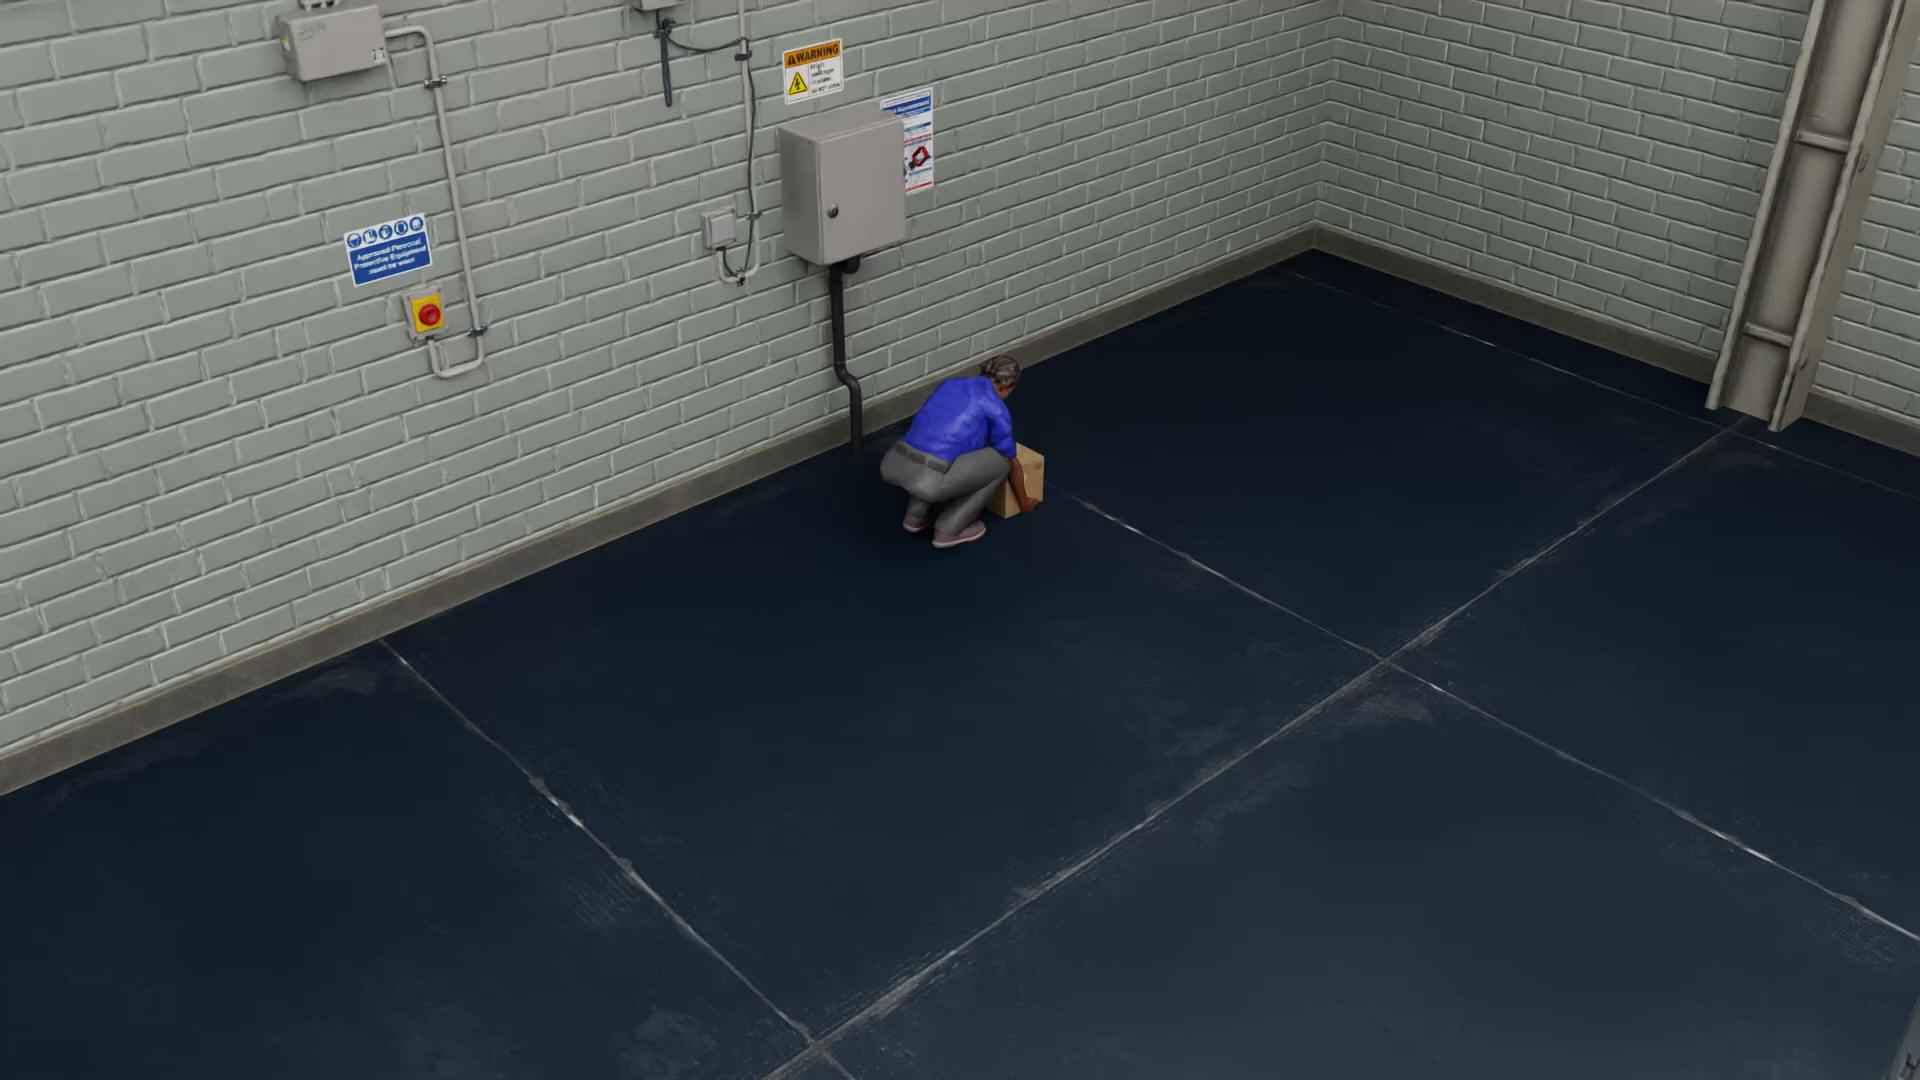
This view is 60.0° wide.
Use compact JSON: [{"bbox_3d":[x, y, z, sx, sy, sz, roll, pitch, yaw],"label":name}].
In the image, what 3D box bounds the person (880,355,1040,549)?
[{"bbox_3d":[-0.007,-0.372,7.661,0.819,0.817,0.453,-27,41,-36],"label":"person"}]
